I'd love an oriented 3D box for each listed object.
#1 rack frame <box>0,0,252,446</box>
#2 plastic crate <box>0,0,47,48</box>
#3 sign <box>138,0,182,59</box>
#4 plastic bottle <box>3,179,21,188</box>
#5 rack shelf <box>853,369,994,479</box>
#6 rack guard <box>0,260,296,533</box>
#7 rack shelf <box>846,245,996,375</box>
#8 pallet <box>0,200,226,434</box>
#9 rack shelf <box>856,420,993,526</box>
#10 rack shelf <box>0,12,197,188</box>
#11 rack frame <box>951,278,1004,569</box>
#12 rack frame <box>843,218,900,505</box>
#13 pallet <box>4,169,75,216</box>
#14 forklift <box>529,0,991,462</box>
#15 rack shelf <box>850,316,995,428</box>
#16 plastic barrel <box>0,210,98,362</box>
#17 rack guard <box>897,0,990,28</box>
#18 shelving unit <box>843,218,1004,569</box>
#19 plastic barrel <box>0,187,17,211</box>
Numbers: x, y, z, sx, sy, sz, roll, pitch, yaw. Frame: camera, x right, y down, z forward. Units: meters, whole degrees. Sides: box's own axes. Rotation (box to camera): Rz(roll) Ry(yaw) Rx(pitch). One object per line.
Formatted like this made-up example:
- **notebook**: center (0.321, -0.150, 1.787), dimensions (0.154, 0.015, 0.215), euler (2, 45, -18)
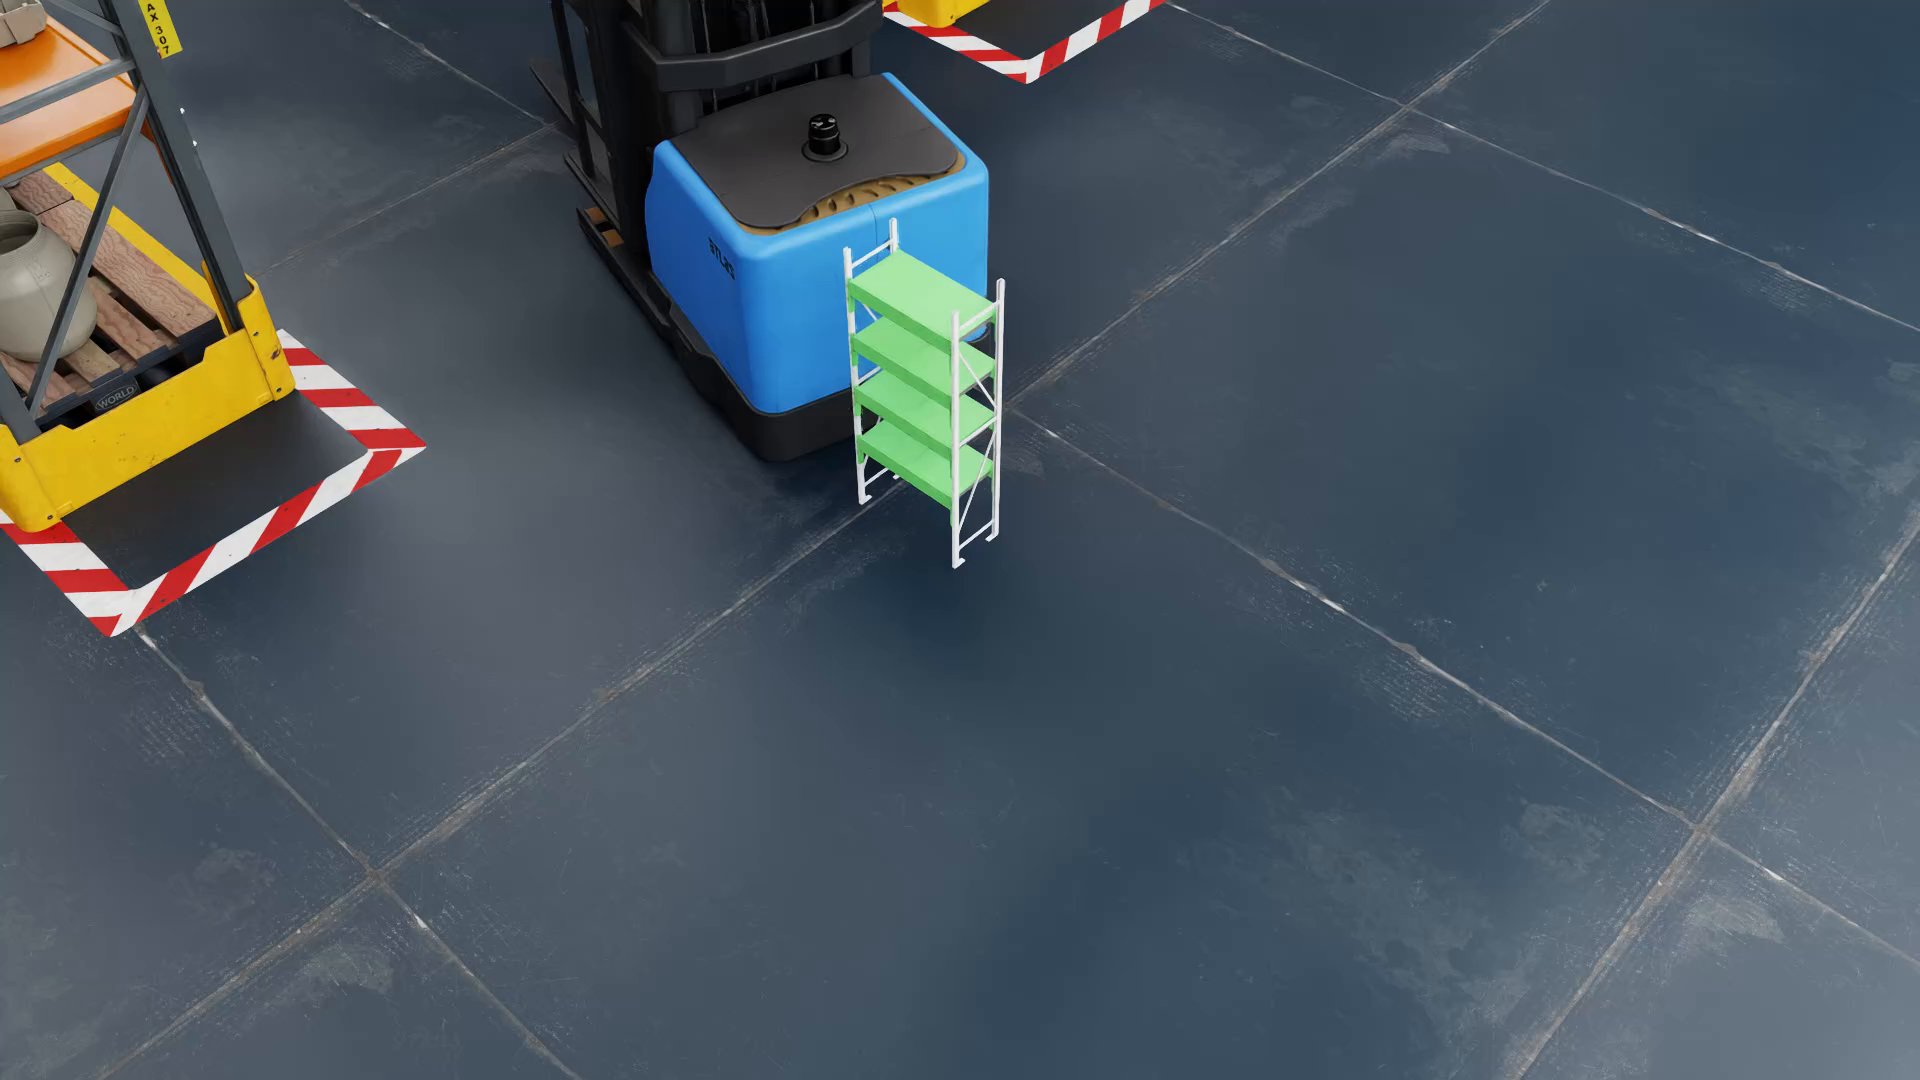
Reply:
- **rack frame**: center (-3.143, -1.420, 5.526), dimensions (0.127, 3.000, 1.000), euler (34, 55, 28)
- **plastic crate**: center (-3.583, -1.945, 6.199), dimensions (0.250, 0.136, 0.298), euler (34, 55, 28)
- **sign**: center (-2.767, -1.807, 5.699), dimensions (0.005, 0.325, 0.100), euler (34, 55, 28)
- **plastic bottle**: center (-4.264, -1.700, 7.358), dimensions (0.097, 0.271, 0.097), euler (0, 47, 0)
- **rack shelf**: center (-0.122, -0.449, 5.936), dimensions (0.480, 0.148, 0.258), euler (34, 55, 28)
- **rack guard**: center (-3.231, -0.577, 6.449), dimensions (0.348, 0.500, 1.175), euler (34, 55, 28)
- **rack shelf**: center (-0.122, -0.777, 5.586), dimensions (0.480, 0.148, 0.258), euler (34, 55, 28)
- **pallet**: center (-3.824, -0.882, 6.934), dimensions (1.213, 0.211, 1.003), euler (34, 55, 28)
- **rack shelf**: center (-0.122, -0.285, 6.111), dimensions (0.480, 0.148, 0.258), euler (34, 55, 28)
- **rack shelf**: center (-4.613, -2.163, 6.716), dimensions (4.000, 0.370, 1.077), euler (34, 55, 28)
- **rack frame**: center (0.058, -0.372, 5.776), dimensions (0.015, 1.200, 0.240), euler (34, 55, 28)
- **rack frame**: center (-0.301, -0.613, 6.003), dimensions (0.015, 1.200, 0.240), euler (34, 55, 28)
- **pallet**: center (-4.717, -1.486, 7.500), dimensions (1.213, 0.211, 1.003), euler (34, 55, 28)
- **forklift**: center (-1.057, -2.373, 6.467), dimensions (1.130, 2.935, 3.031), euler (-23, 51, -20)
- **rack shelf**: center (-0.122, -0.613, 5.761), dimensions (0.480, 0.148, 0.258), euler (34, 55, 28)
- **plastic barrel**: center (-3.679, -0.997, 6.547), dimensions (0.421, 0.512, 0.421), euler (0, 47, 0)
- **rack guard**: center (0.160, -3.255, 8.964), dimensions (0.348, 0.500, 1.175), euler (34, 55, 28)
- **shelving unit**: center (-0.122, -0.493, 5.889), dimensions (0.503, 1.200, 0.258), euler (34, 55, 28)
- **plastic barrel**: center (-4.047, -1.244, 6.779), dimensions (0.421, 0.512, 0.421), euler (0, 47, 0)
